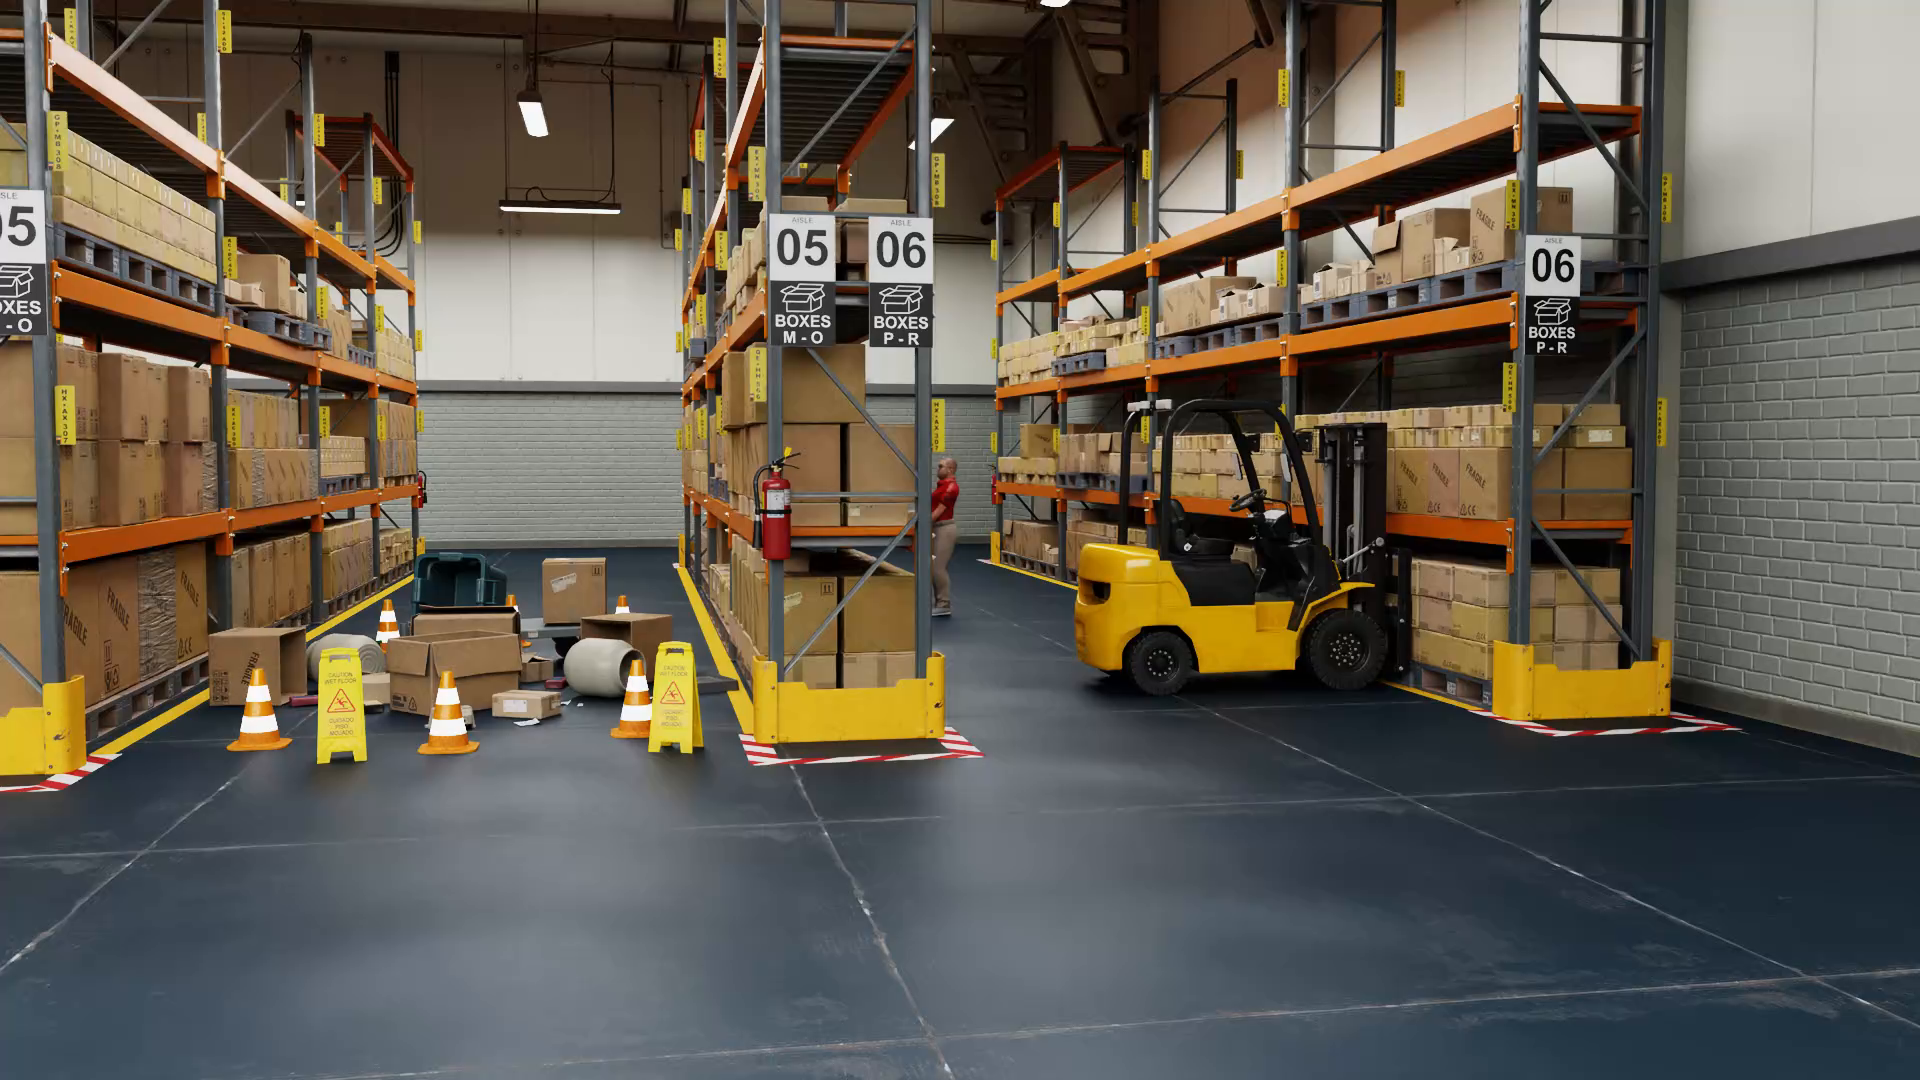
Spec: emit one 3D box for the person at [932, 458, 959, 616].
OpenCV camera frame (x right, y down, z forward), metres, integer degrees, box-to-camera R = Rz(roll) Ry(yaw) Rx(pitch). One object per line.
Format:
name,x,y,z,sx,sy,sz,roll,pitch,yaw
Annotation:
person,-0.286,-0.036,18.062,0.537,1.712,0.493,-1,3,-11
